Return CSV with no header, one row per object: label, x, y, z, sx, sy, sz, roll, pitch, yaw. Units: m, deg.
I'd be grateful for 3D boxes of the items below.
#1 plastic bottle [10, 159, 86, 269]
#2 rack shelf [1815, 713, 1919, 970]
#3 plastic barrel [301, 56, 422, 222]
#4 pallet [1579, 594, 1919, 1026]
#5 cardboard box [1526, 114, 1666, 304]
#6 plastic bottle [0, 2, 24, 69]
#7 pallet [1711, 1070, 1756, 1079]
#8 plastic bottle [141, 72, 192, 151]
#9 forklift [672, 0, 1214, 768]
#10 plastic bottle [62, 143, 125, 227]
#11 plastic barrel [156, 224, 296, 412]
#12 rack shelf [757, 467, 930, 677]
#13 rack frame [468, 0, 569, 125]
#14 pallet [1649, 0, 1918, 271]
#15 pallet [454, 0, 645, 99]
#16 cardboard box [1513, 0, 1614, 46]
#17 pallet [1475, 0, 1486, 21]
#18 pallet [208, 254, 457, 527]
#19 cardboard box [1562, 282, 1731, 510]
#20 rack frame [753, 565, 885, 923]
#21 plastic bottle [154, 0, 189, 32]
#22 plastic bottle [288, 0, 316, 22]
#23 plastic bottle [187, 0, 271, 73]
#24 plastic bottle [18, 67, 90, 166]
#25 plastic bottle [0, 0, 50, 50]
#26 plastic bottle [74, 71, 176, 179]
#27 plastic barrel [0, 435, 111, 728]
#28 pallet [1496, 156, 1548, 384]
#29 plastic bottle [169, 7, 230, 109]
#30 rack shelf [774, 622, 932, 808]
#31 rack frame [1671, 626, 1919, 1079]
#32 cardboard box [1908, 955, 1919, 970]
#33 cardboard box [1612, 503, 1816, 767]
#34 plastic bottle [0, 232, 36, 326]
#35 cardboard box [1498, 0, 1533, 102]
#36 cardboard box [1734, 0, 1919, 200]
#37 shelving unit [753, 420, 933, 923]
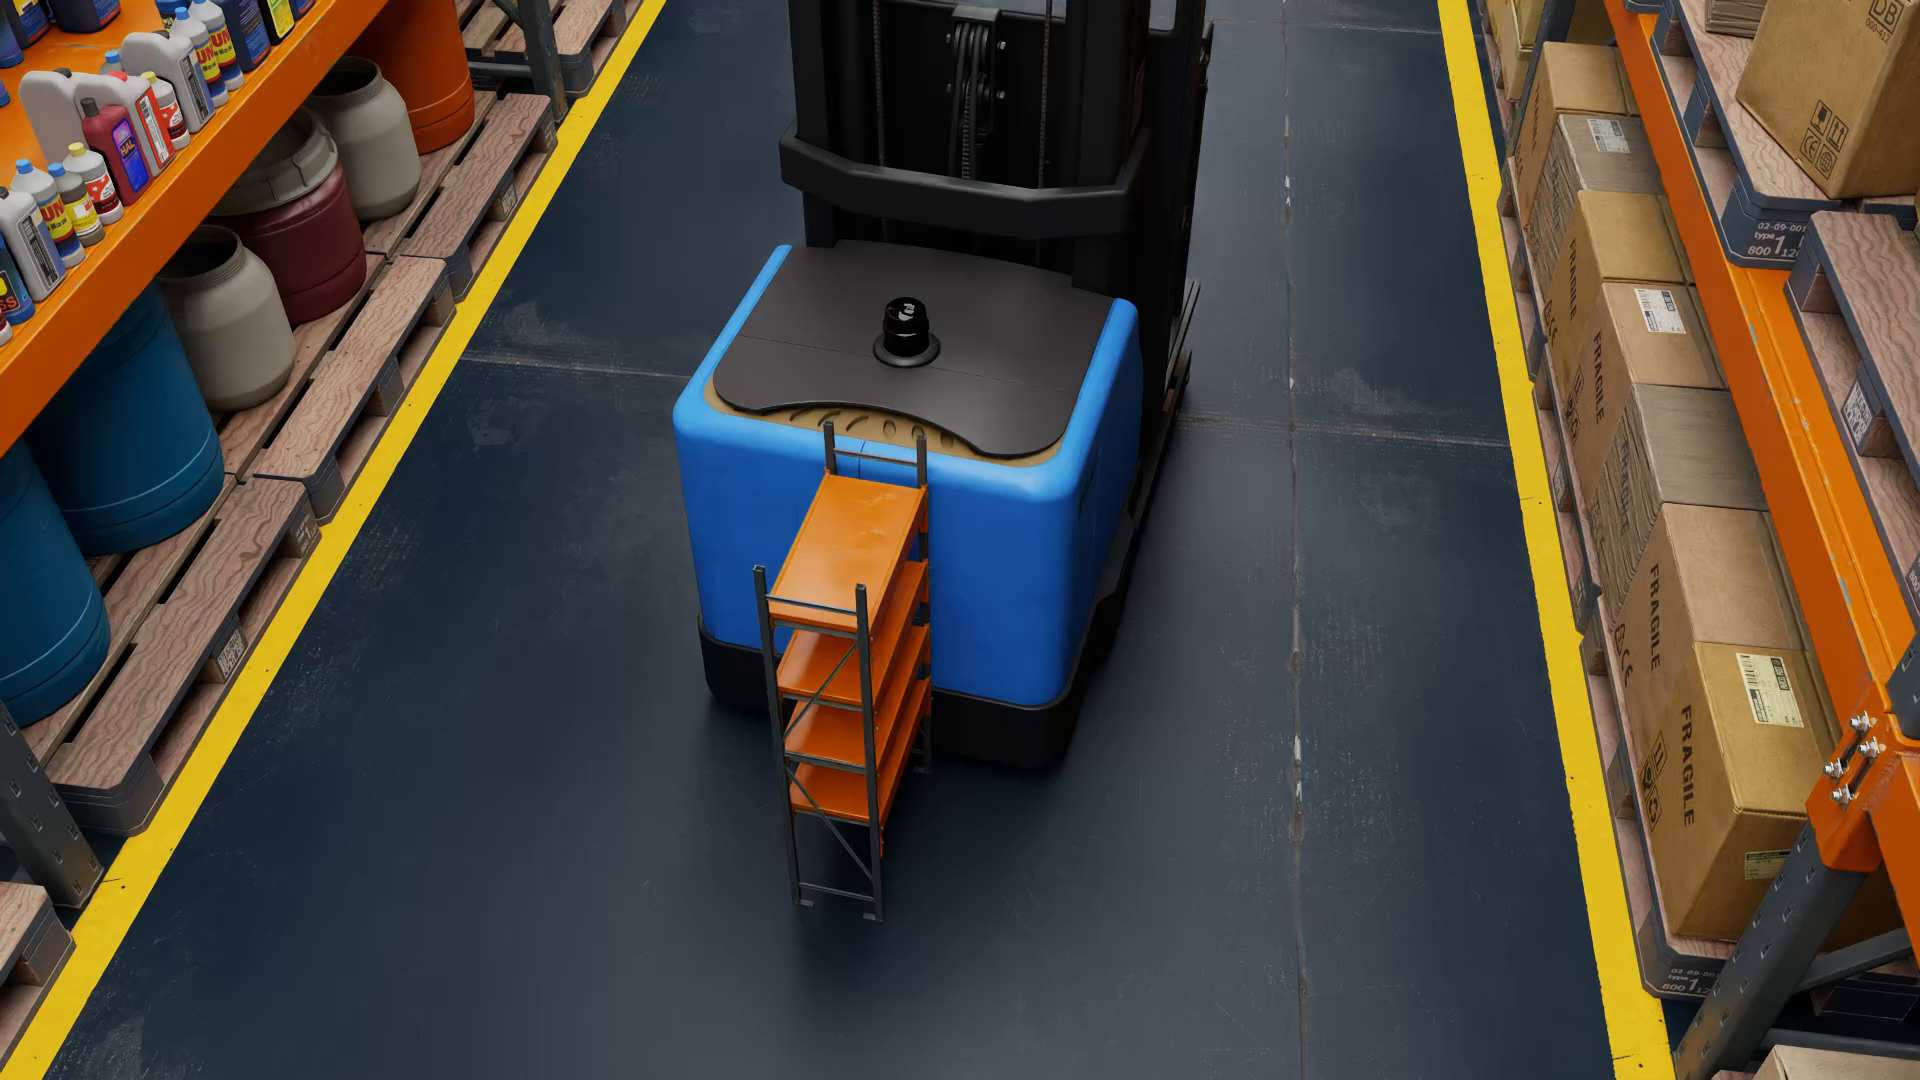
plastic bottle,-2.200,-0.788,3.994,0.097,0.271,0.097,0,43,0
rack shelf,1.915,1.849,1.639,1.077,0.370,4.000,5,44,6
plastic barrel,-2.235,-1.475,6.131,0.421,0.512,0.421,0,43,0
pallet,2.249,0.680,4.379,1.003,0.211,1.213,5,44,6
cardboard box,2.301,-1.112,5.741,0.500,0.500,0.500,4,44,4
plastic bottle,-2.769,-1.489,4.734,0.097,0.271,0.097,0,43,0
pallet,2.088,1.705,3.296,1.003,0.211,1.213,5,44,6
plastic bottle,-2.126,-1.144,4.421,0.097,0.201,0.097,0,43,0
forklift,0.170,-1.478,4.680,1.130,2.935,3.031,11,45,11
plastic bottle,-2.175,-0.895,4.158,0.097,0.201,0.097,0,43,0
plastic barrel,-2.384,-0.706,5.318,0.421,0.512,0.421,0,43,0
rack shelf,-0.252,0.064,3.738,0.258,0.148,0.480,10,44,10
rack frame,-2.201,-2.954,6.188,1.000,3.000,0.127,5,44,6
pallet,2.456,-1.106,4.376,1.003,0.211,1.213,5,44,6
pallet,-2.060,-2.466,7.701,1.003,0.211,1.213,5,44,6
cardboard box,2.533,-2.238,6.719,0.500,0.311,0.500,6,44,7
pallet,3.019,-2.875,8.133,1.003,0.211,1.213,5,44,6
pallet,-2.428,-0.571,5.700,1.003,0.211,1.213,5,44,6
cardboard box,2.166,-0.414,5.004,0.500,0.500,0.500,4,44,4
rack frame,-0.310,0.512,3.837,0.240,1.200,0.015,10,44,10
plastic bottle,-2.213,-1.474,4.718,0.097,0.271,0.097,0,43,0
plastic bottle,-2.045,-1.738,4.940,0.144,0.351,0.185,5,44,6
plastic bottle,-2.087,-1.521,4.711,0.144,0.351,0.185,5,44,6
plastic bottle,-2.320,-1.109,4.330,0.152,0.276,0.135,5,44,6
plastic bottle,-2.787,-1.617,4.812,0.144,0.351,0.185,5,44,6
plastic bottle,-2.169,-1.095,4.315,0.152,0.276,0.135,5,44,6
plastic barrel,-2.641,0.012,4.276,0.600,0.901,0.708,5,44,6
pallet,2.572,-0.983,6.135,1.003,0.211,1.213,5,44,6
plastic bottle,-2.096,-1.328,4.564,0.097,0.271,0.097,0,43,0
rack shelf,-0.252,0.398,4.055,0.258,0.148,0.480,10,44,10
rack frame,2.179,0.225,2.831,1.000,3.000,0.127,5,44,6
cardboard box,2.485,0.665,3.864,0.500,0.500,0.500,3,44,4
cardboard box,2.034,0.274,4.277,0.500,0.500,0.500,5,44,6
plastic bottle,-2.231,-0.630,3.827,0.097,0.271,0.097,0,43,0
cardboard box,2.536,-2.036,6.913,0.500,0.250,0.500,6,44,7
cardboard box,2.352,-1.174,3.930,0.700,0.500,0.500,-5,44,-5
shelving unit,-0.252,0.349,4.009,0.258,1.200,0.503,10,44,10
